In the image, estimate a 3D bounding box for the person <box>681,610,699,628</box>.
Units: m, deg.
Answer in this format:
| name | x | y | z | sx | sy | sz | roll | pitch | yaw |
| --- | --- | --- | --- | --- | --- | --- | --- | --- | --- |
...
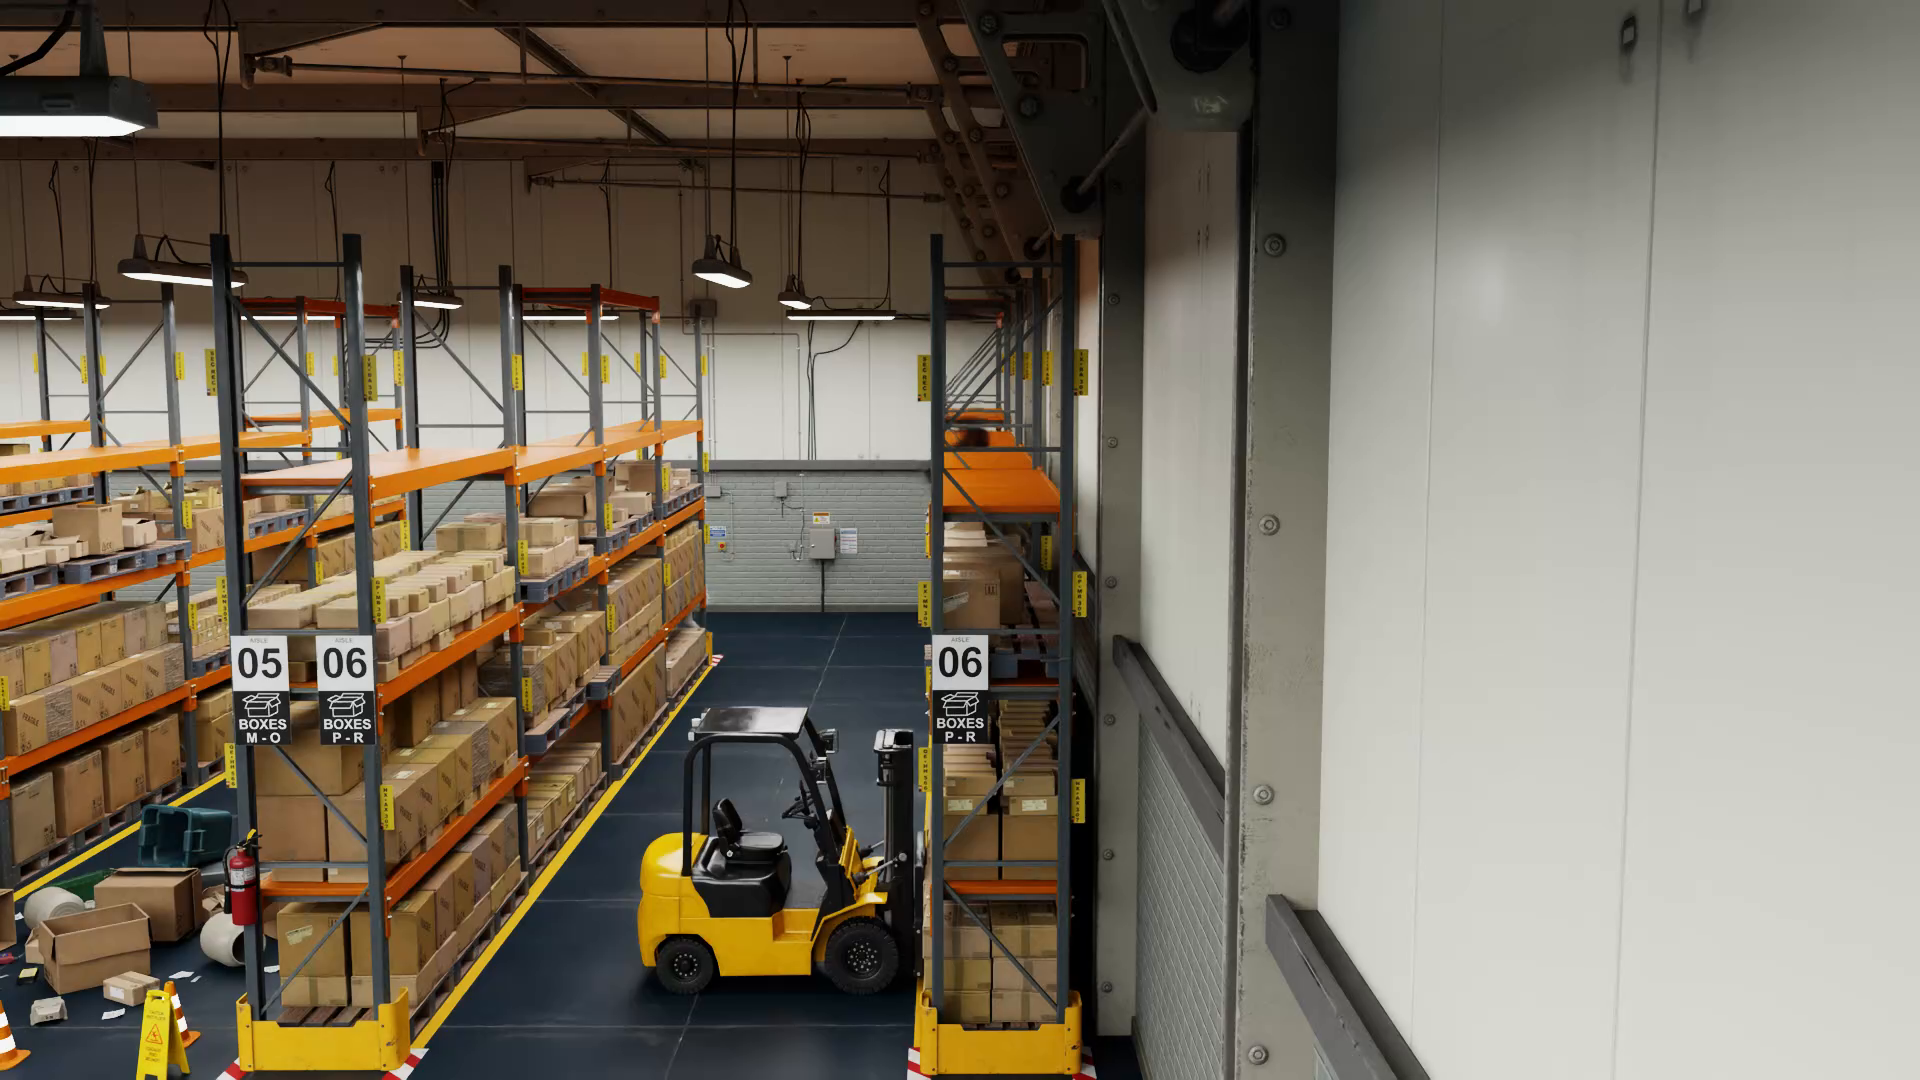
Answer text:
| name | x | y | z | sx | sy | sz | roll | pitch | yaw |
| --- | --- | --- | --- | --- | --- | --- | --- | --- | --- |
| person | -4.888 | 1.117 | 28.979 | 0.961 | 1.784 | 0.647 | 1 | 6 | 7 |
